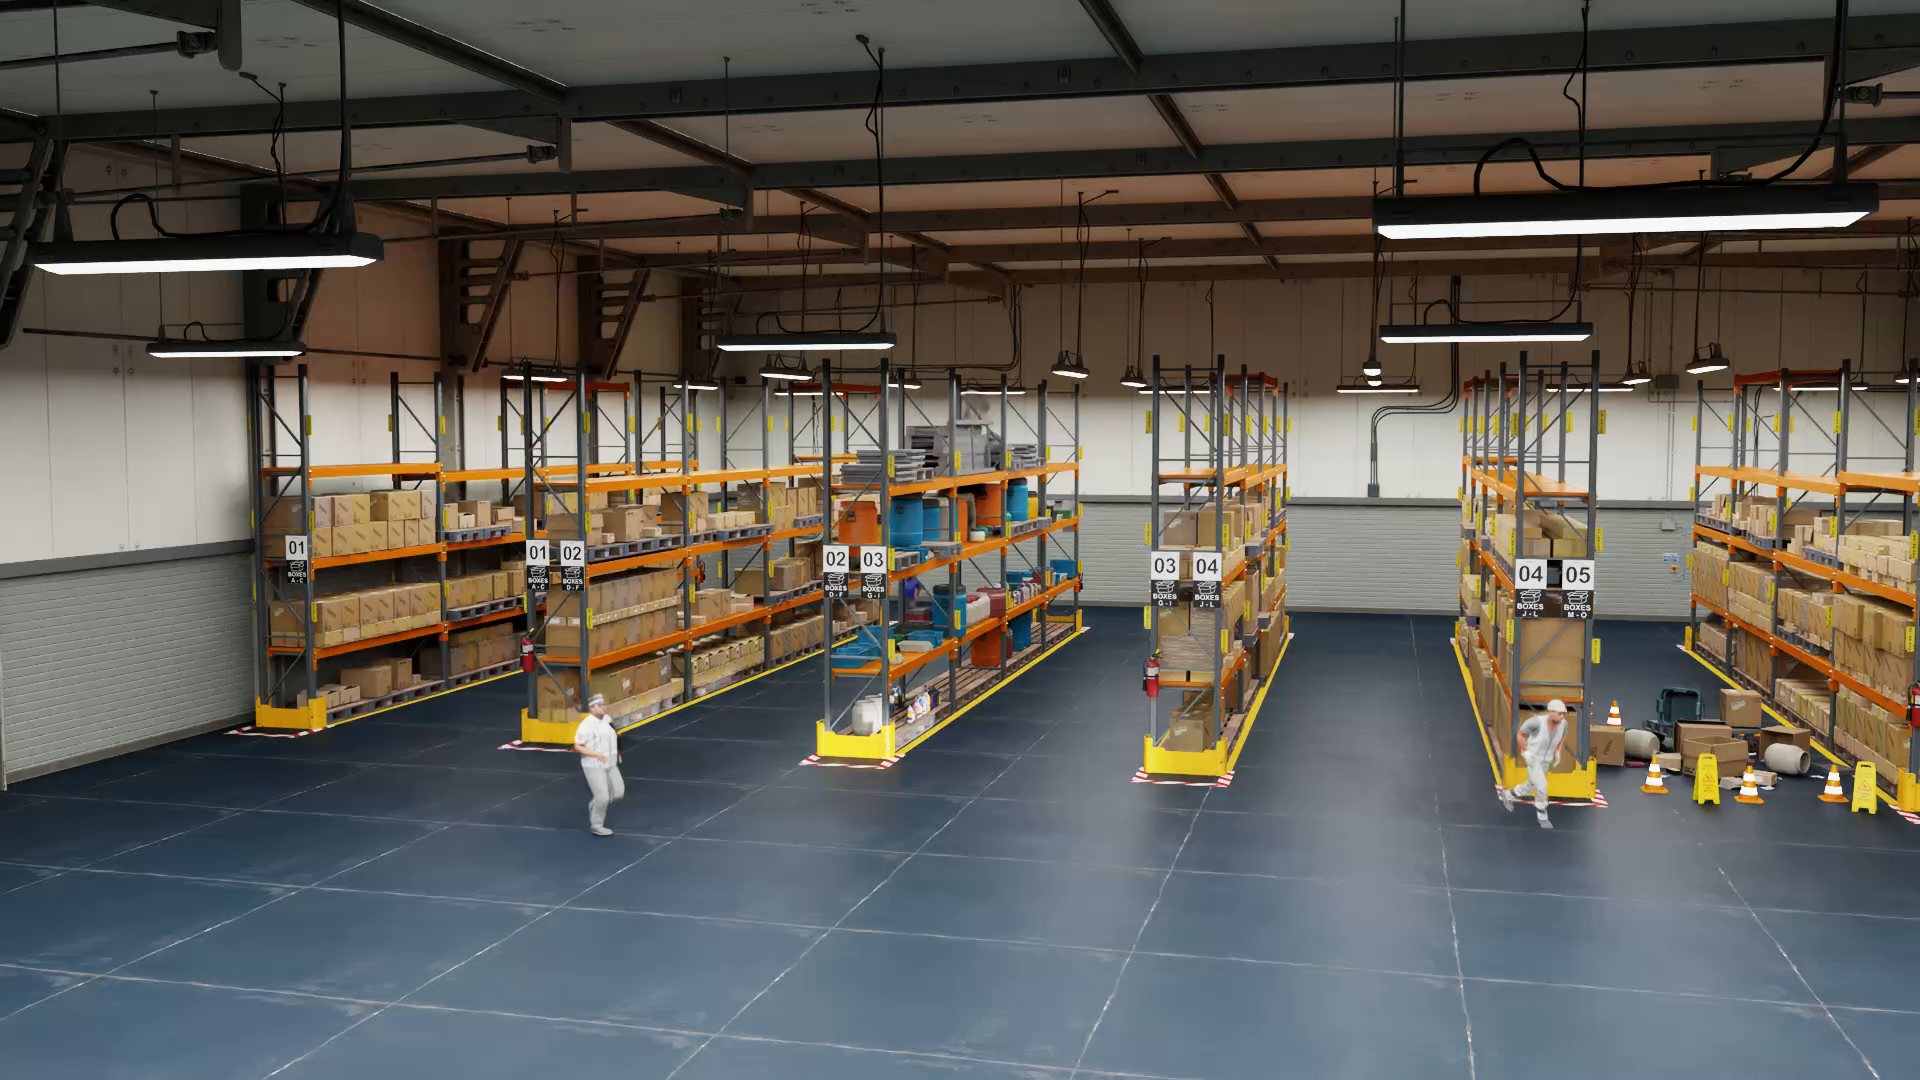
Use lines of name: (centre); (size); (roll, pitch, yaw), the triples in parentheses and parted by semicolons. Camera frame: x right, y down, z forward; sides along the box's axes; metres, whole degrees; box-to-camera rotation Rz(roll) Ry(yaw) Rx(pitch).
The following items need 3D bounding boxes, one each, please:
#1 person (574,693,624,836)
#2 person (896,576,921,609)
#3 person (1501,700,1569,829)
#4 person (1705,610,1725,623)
person: (-4.389, 2.731, 20.321); (0.621, 1.733, 0.658); (3, 5, 34)
person: (-1.213, 1.520, 38.737); (0.554, 1.696, 0.809); (0, 4, 6)
person: (7.233, 2.768, 20.906); (0.653, 1.654, 1.086); (-1, 4, -18)
person: (17.379, 1.542, 38.127); (0.758, 1.660, 0.856); (3, 5, 34)
